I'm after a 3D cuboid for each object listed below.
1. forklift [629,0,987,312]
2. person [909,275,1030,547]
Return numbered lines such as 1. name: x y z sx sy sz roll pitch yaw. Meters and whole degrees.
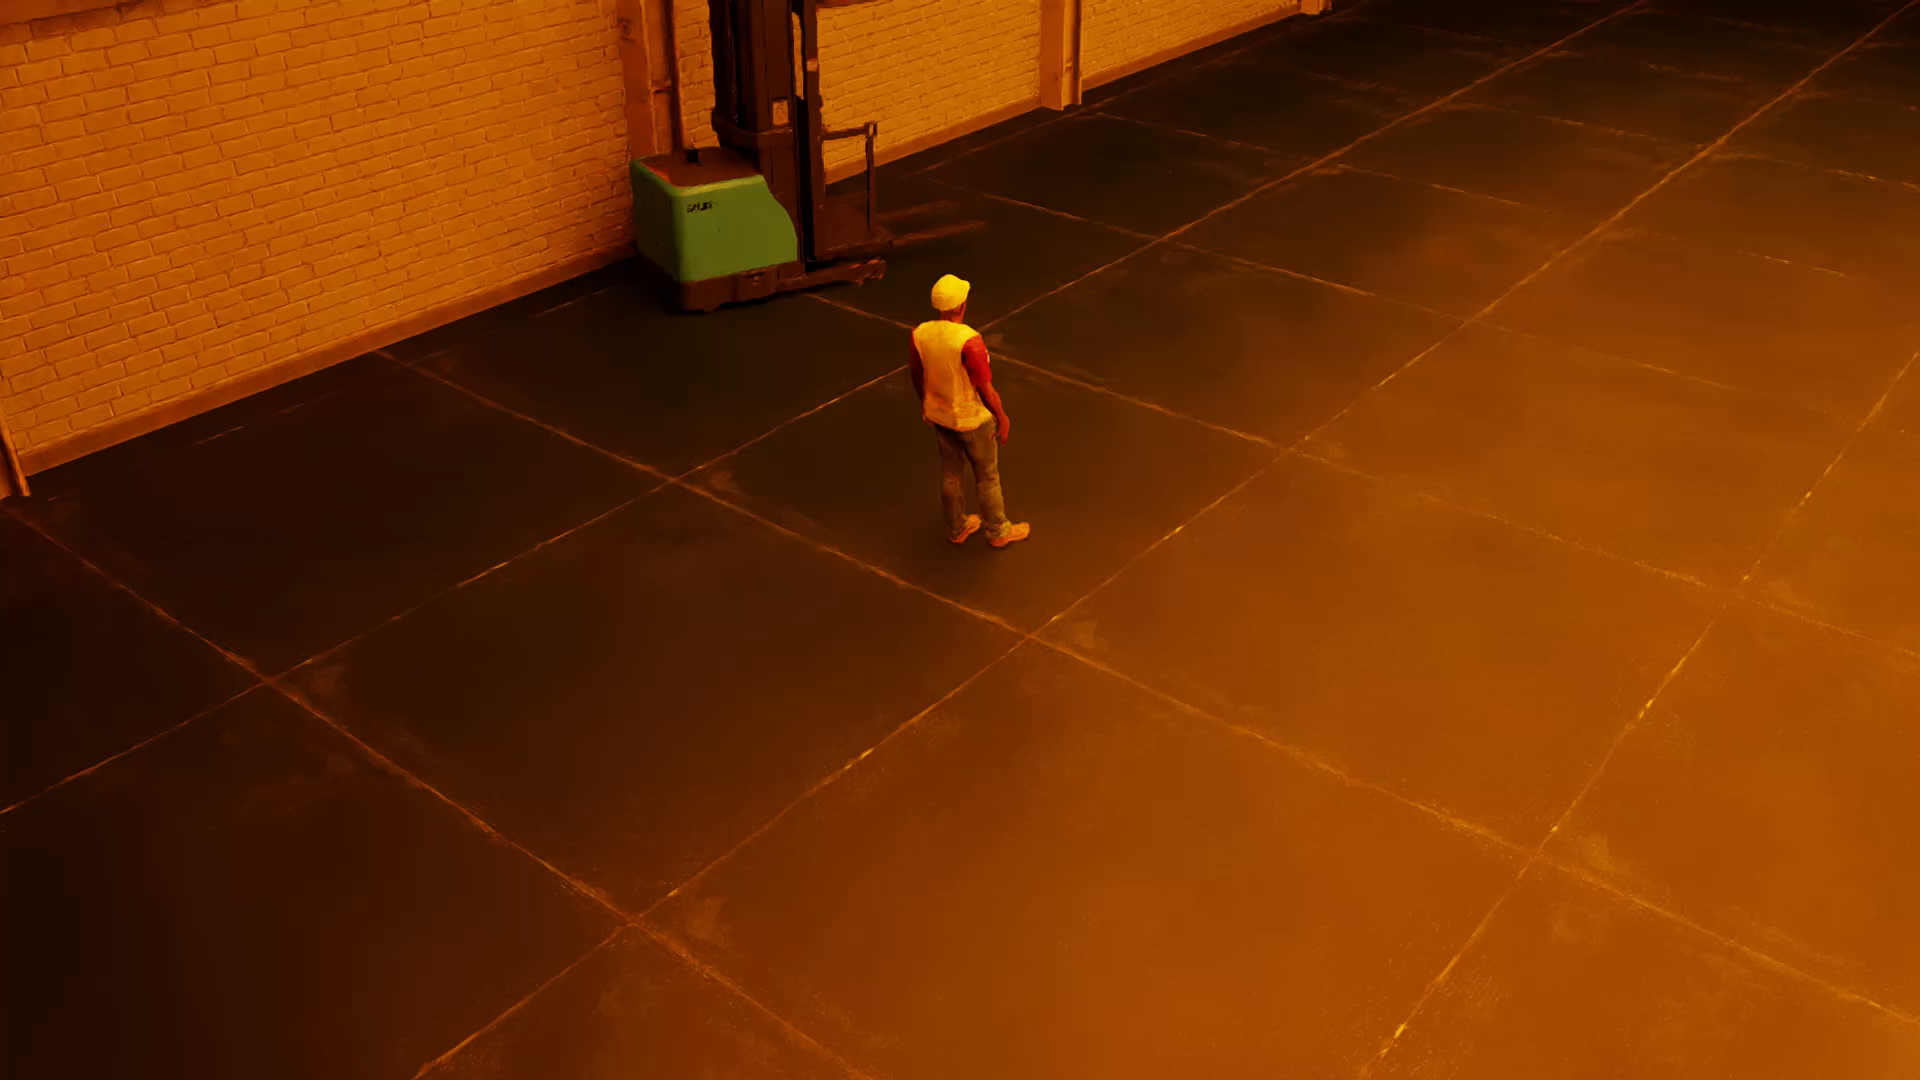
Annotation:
1. forklift: -1.228 -3.678 13.890 3.031 2.935 1.130 -17 34 -26
2. person: 0.048 -0.794 10.095 0.665 1.766 0.576 22 37 33
